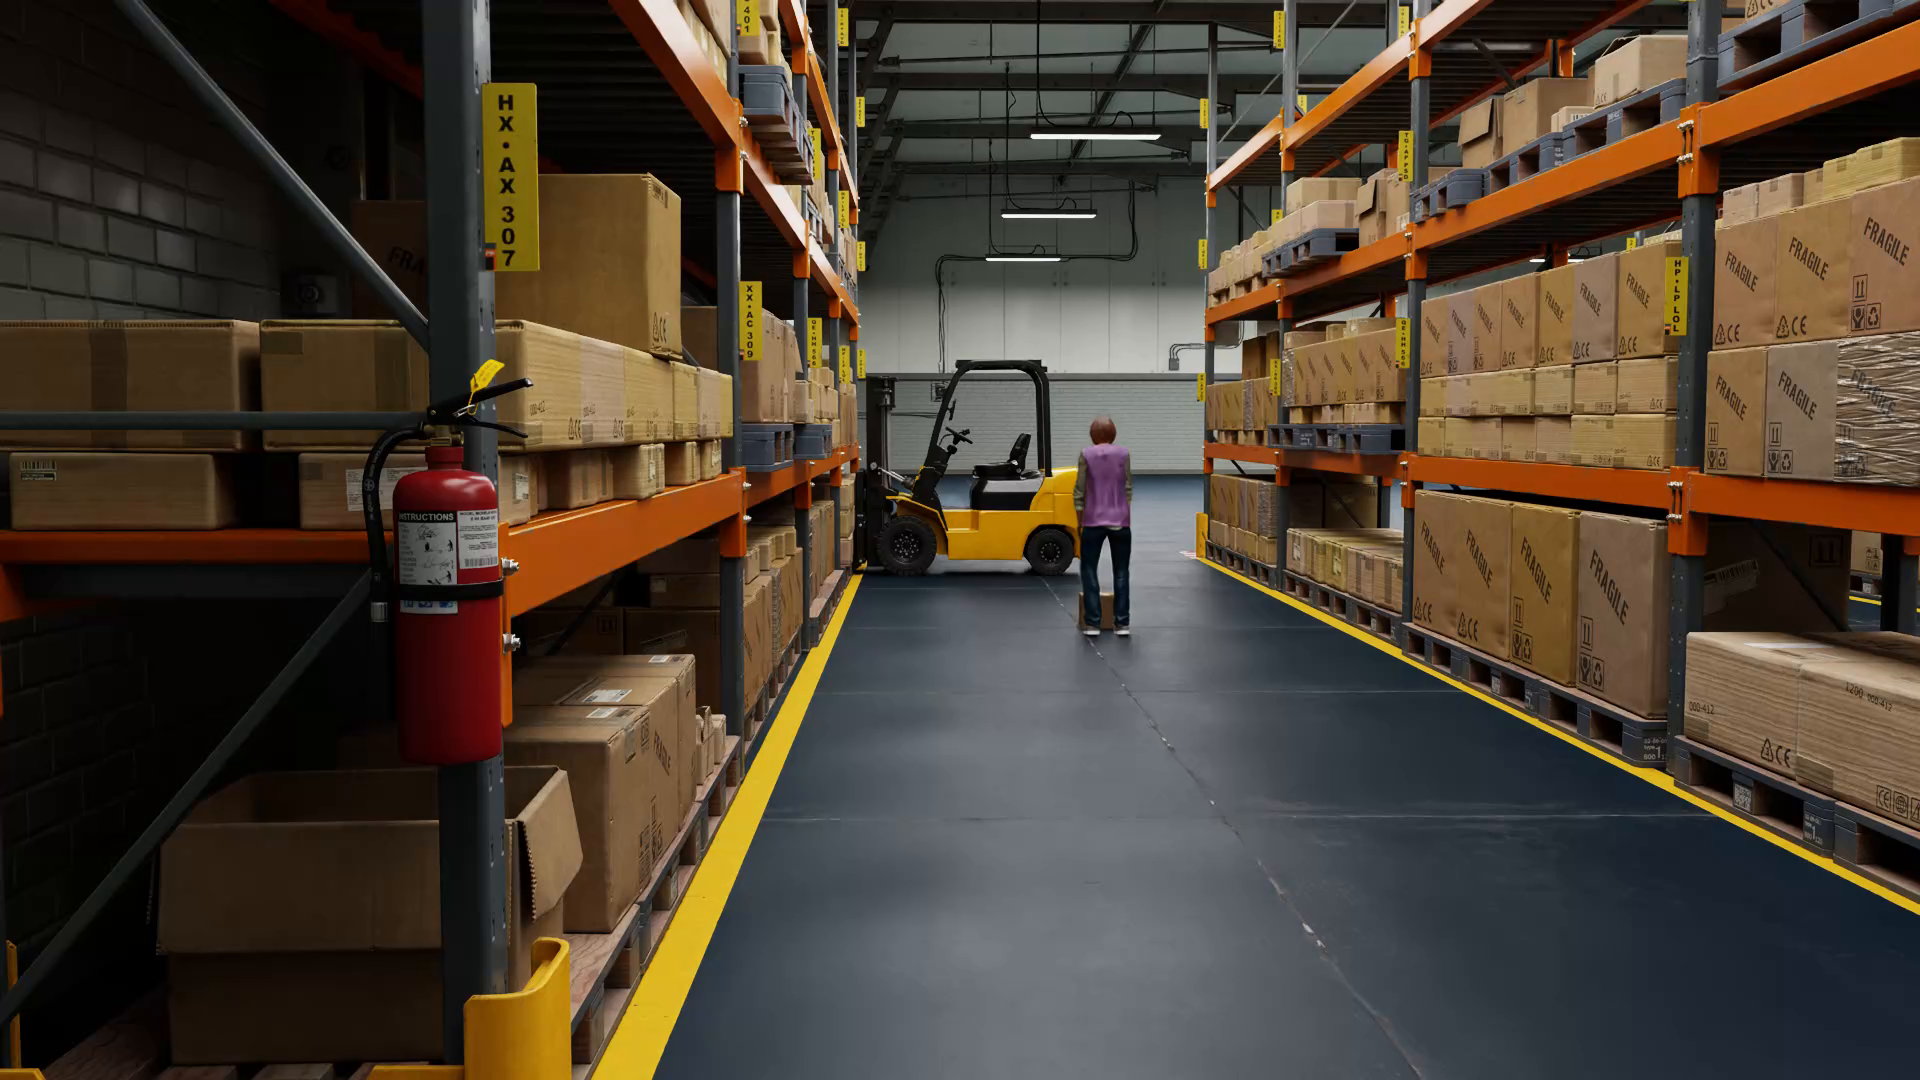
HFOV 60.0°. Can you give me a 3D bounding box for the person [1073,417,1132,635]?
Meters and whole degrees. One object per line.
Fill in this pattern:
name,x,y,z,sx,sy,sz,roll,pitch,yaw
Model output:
person,1.018,-0.085,11.873,0.423,1.549,0.368,0,4,0
